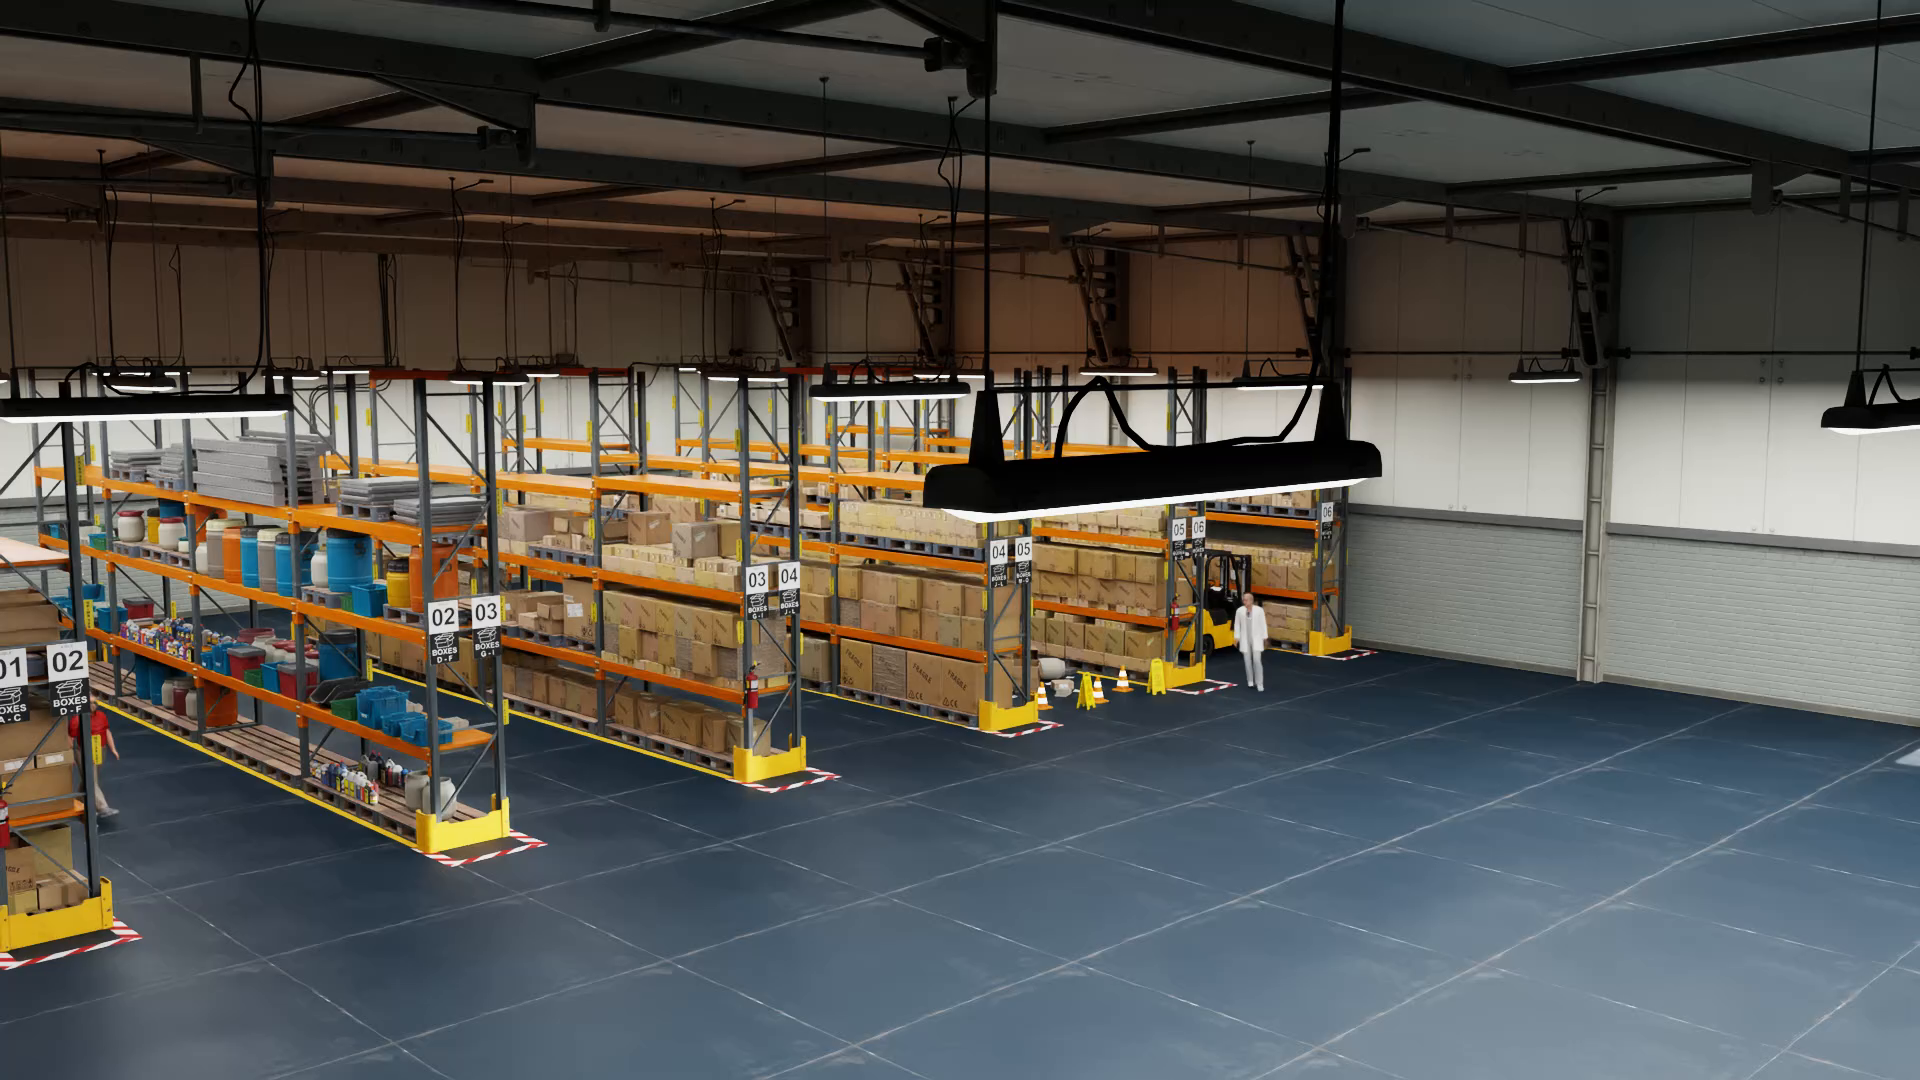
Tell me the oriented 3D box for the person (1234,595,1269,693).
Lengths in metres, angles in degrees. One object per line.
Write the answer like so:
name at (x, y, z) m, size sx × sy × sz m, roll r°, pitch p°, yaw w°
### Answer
person at (5.481, 1.935, 31.375) m, size 0.710 × 1.792 × 0.646 m, roll 4°, pitch 8°, yaw 34°

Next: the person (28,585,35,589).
person at (-18.865, 1.722, 33.818) m, size 0.433 × 1.598 × 0.404 m, roll -2°, pitch 7°, yaw -20°

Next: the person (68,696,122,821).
person at (-11.796, 2.936, 22.627) m, size 1.068 × 1.661 × 0.595 m, roll 1°, pitch 7°, yaw 8°
